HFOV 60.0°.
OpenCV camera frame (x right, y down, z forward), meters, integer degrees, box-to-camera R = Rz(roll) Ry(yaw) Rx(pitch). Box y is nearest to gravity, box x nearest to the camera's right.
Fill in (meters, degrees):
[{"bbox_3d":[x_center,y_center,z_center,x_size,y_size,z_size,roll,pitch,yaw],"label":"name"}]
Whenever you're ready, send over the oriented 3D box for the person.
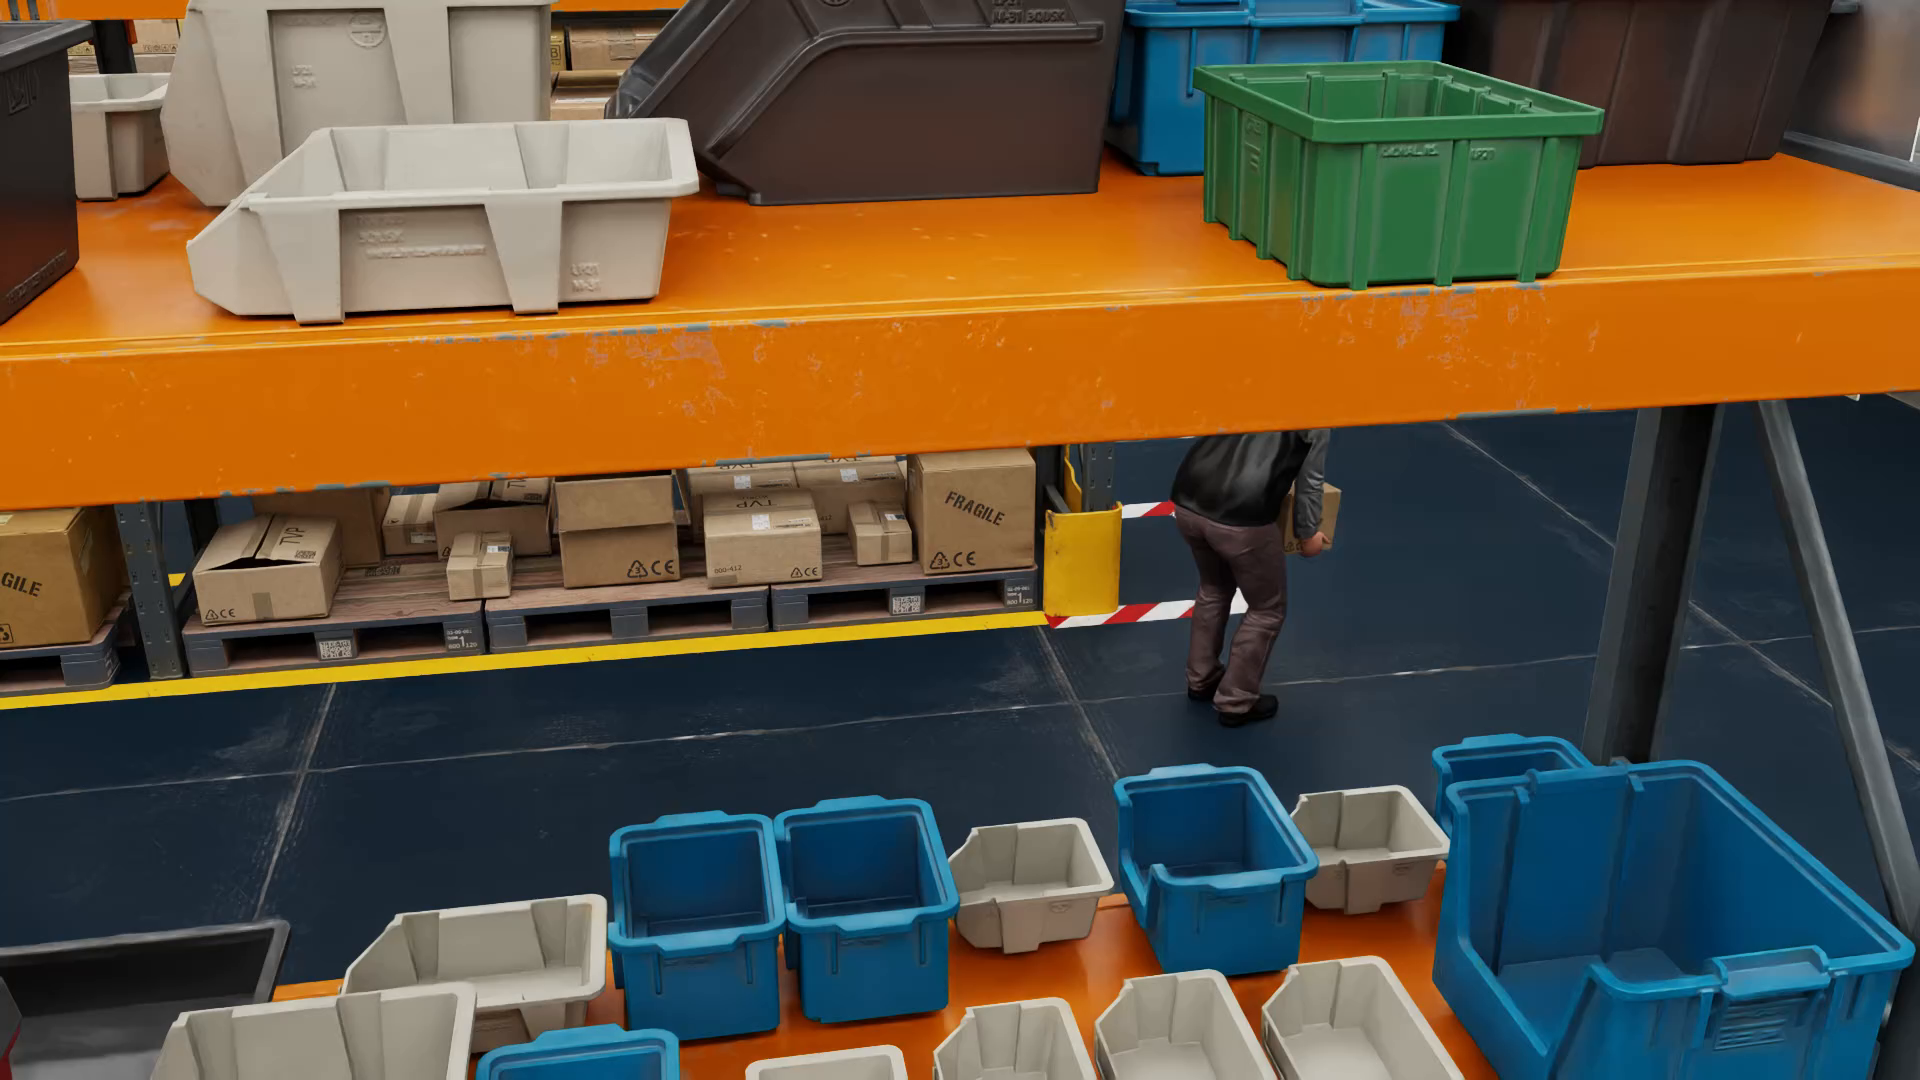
[{"bbox_3d":[1.169,-0.072,6.547,0.751,1.529,0.476,-17,29,-35],"label":"person"}]
